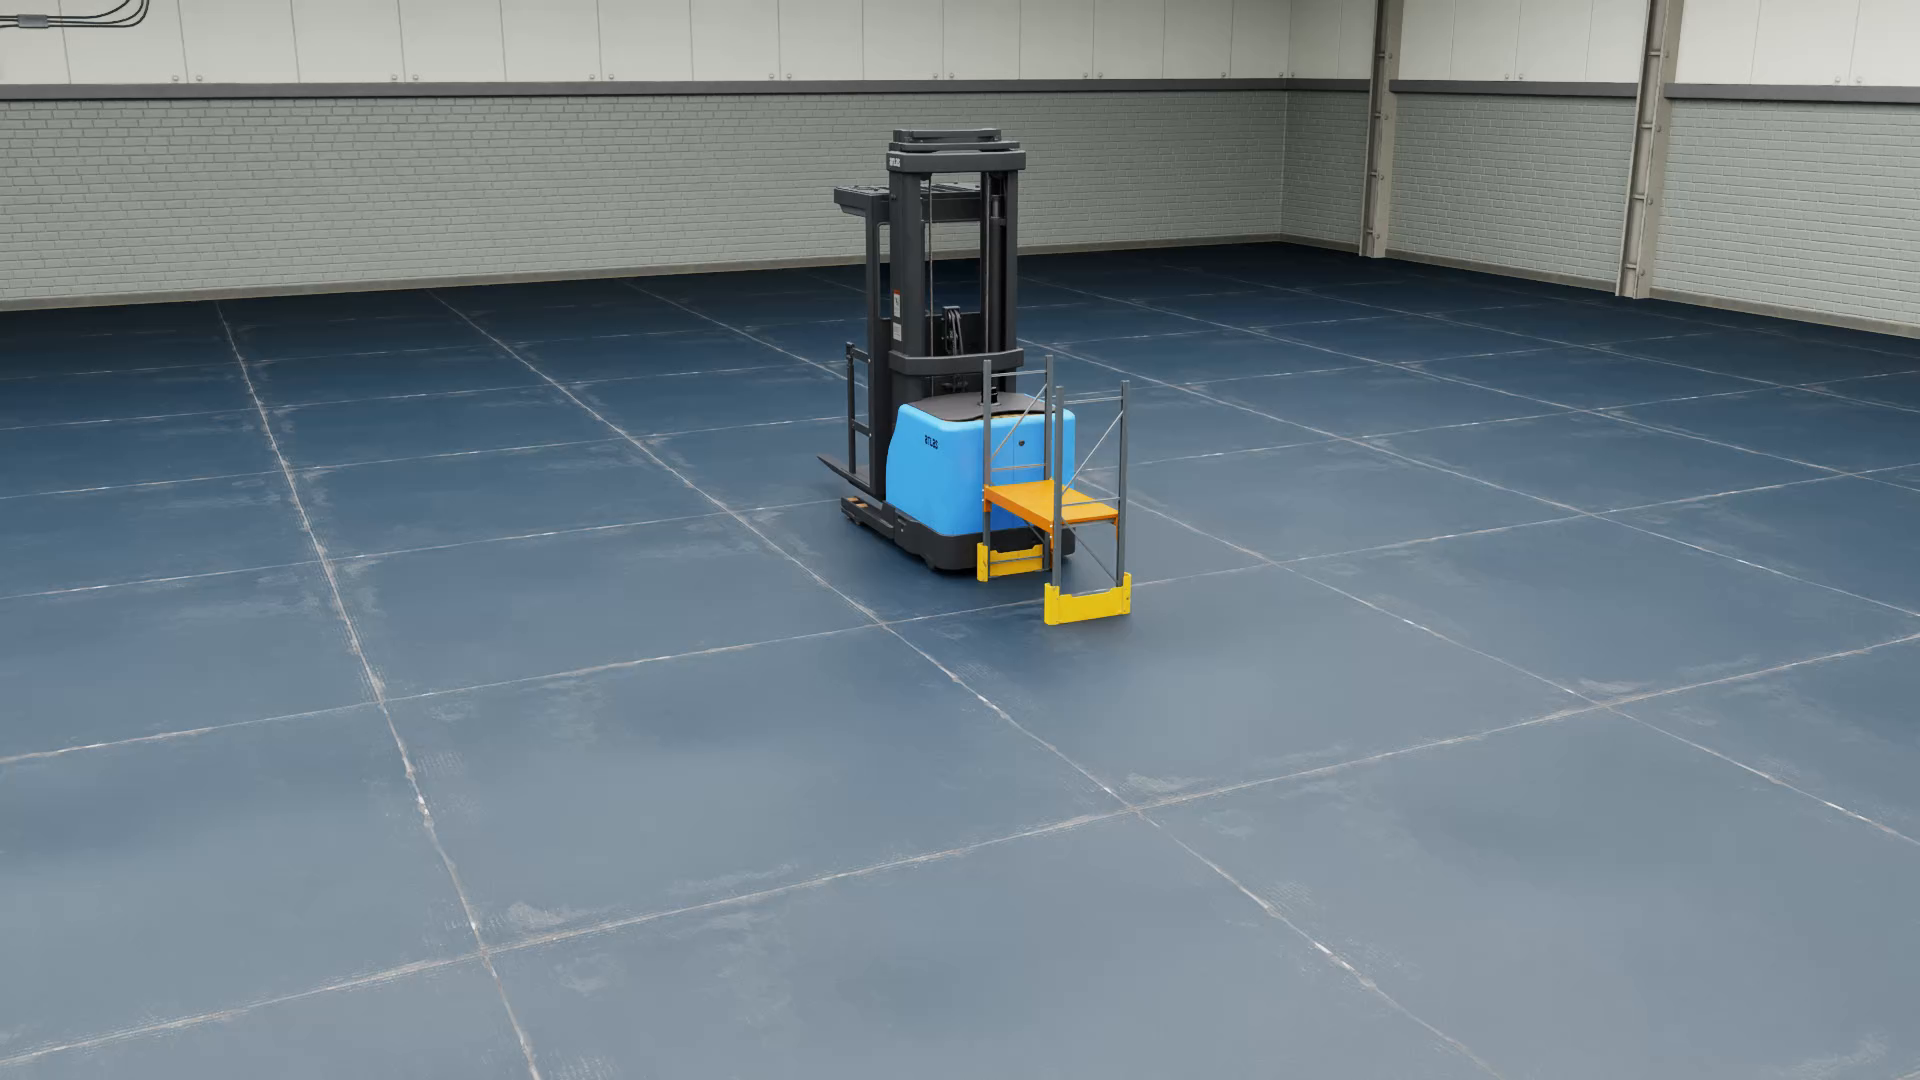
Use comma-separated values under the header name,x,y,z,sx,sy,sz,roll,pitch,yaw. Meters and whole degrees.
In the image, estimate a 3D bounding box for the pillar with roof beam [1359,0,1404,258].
name,x,y,z,sx,sy,sz,roll,pitch,yaw
pillar with roof beam,3.618,-8.953,27.137,9.100,9.000,0.400,-8,18,-25

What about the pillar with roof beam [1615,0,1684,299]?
name,x,y,z,sx,sy,sz,roll,pitch,yaw
pillar with roof beam,6.246,-7.466,21.952,9.100,9.000,0.400,-8,18,-25

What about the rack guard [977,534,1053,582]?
name,x,y,z,sx,sy,sz,roll,pitch,yaw
rack guard,0.396,0.120,11.380,0.587,0.250,0.087,-7,18,-23

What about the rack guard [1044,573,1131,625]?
name,x,y,z,sx,sy,sz,roll,pitch,yaw
rack guard,0.809,0.370,10.509,0.587,0.250,0.087,-7,18,-24

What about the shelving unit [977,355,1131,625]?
name,x,y,z,sx,sy,sz,roll,pitch,yaw
shelving unit,0.602,-0.356,10.772,0.587,1.500,1.083,-7,18,-24

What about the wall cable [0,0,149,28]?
name,x,y,z,sx,sy,sz,roll,pitch,yaw
wall cable,-12.390,-9.335,22.302,2.305,6.003,0.169,-8,18,-25

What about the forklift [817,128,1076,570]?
name,x,y,z,sx,sy,sz,roll,pitch,yaw
forklift,-0.263,-1.567,12.397,1.130,2.935,3.031,-7,18,-24

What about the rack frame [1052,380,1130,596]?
name,x,y,z,sx,sy,sz,roll,pitch,yaw
rack frame,0.810,-0.231,10.335,0.500,1.500,0.032,-7,18,-24

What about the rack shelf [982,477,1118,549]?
name,x,y,z,sx,sy,sz,roll,pitch,yaw
rack shelf,0.599,-0.185,10.830,0.538,0.185,1.000,-7,18,-24

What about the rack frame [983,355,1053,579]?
name,x,y,z,sx,sy,sz,roll,pitch,yaw
rack frame,0.388,-0.486,11.225,0.500,1.500,0.032,-7,18,-24
